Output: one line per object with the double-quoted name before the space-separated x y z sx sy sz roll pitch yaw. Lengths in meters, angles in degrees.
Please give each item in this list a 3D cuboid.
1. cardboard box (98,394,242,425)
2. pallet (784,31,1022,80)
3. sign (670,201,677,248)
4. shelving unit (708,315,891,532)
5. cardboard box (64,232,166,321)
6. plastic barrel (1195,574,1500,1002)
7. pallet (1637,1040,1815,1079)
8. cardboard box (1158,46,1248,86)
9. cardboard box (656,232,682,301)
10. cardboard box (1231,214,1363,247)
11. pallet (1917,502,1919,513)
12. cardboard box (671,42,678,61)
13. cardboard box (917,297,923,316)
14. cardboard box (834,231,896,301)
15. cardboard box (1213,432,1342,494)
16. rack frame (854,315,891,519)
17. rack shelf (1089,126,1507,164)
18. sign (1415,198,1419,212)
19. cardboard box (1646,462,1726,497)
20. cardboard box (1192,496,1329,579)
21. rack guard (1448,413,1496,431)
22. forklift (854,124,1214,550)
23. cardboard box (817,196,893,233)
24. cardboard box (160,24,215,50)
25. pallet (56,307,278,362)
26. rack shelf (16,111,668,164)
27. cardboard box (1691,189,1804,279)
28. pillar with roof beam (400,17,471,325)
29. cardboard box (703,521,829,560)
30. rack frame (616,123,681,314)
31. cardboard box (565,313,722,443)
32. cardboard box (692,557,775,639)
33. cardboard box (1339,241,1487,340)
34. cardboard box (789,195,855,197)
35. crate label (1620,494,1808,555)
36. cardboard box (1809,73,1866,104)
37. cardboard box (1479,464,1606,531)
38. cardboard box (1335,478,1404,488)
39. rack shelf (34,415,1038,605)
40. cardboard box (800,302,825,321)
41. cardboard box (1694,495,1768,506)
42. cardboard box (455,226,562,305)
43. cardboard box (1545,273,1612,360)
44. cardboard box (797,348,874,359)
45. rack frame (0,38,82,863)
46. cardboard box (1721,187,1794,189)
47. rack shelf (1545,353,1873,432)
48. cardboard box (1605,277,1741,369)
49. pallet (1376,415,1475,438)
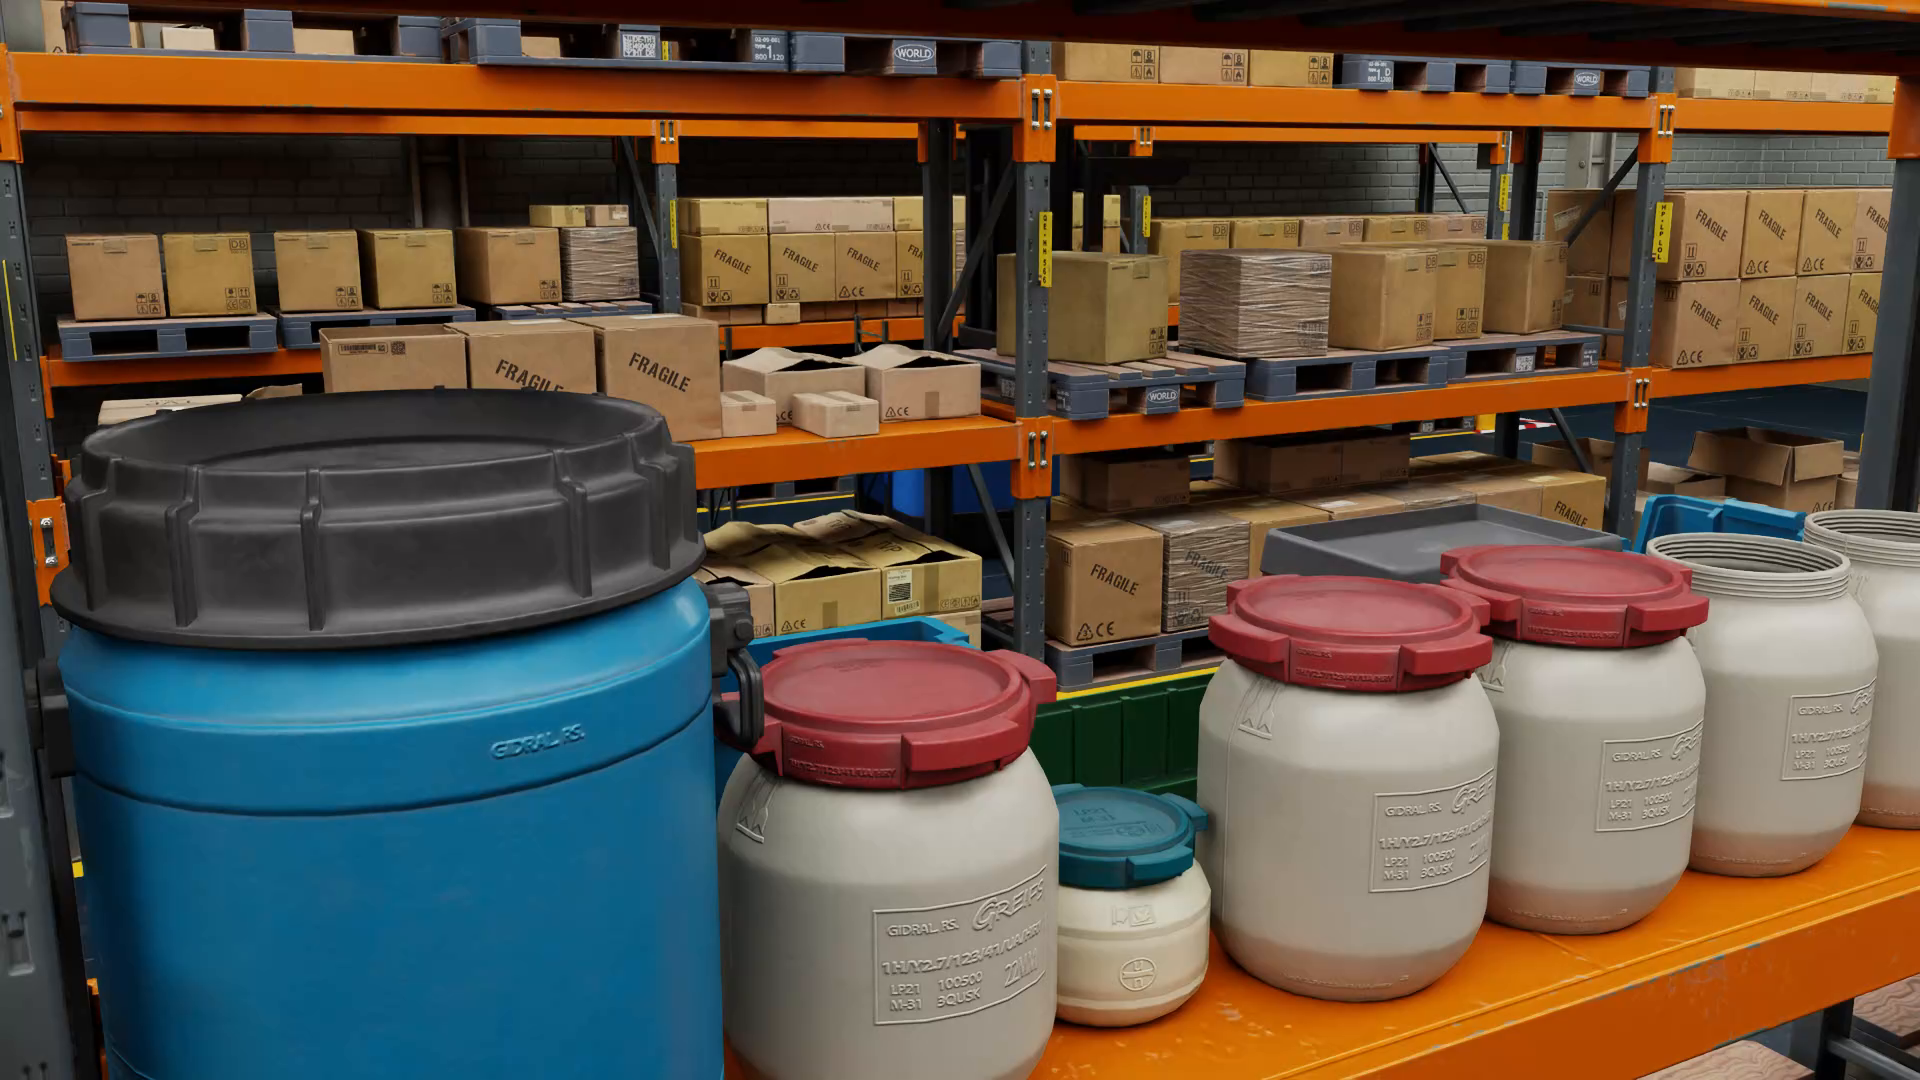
"cardboard box" -2.992 -0.390 6.352 0.500 0.250 0.500 -6 14 -24
"pallet" -0.445 -2.106 7.235 1.003 0.211 1.213 -6 14 -25
"sign" -2.001 -2.201 11.599 0.005 0.325 0.100 -7 14 -28
"shelving unit" -1.020 -0.627 10.481 1.048 1.500 0.538 -6 14 -25
"cardboard box" -5.317 -1.668 10.458 0.500 0.500 0.700 -7 14 -28
"plastic barrel" 0.555 0.350 2.412 0.433 0.535 0.433 0 13 0
"pallet" 1.779 1.566 3.672 1.213 0.211 1.003 -7 14 -28
"cardboard box" 0.922 -2.442 8.069 0.500 0.500 0.910 -7 14 -28
"cardboard box" -1.981 -2.082 12.579 0.500 0.500 0.500 -7 14 -28
"cardboard box" 3.003 -2.553 14.940 0.700 0.700 0.980 -8 15 -31
"pallet" 6.363 -0.213 11.575 1.213 0.211 1.003 -7 14 -28
"cardboard box" -1.879 -3.566 12.061 0.500 0.500 0.700 -8 15 -32
"cardboard box" -0.294 -1.845 13.002 0.250 0.149 0.380 -6 14 -26
"cardboard box" -0.820 -2.089 12.608 0.500 0.500 0.500 -7 14 -28
"cardboard box" 1.759 -0.444 9.232 0.500 0.250 0.500 -7 15 -29
"rack frame" -0.562 -0.676 10.696 0.032 1.500 0.500 -6 14 -25
"rack shelf" 2.997 -3.522 14.732 4.000 0.370 1.077 -7 14 -28
"sign" 4.492 -3.188 16.292 0.005 0.325 0.100 -7 14 -28
"cardboard box" 4.641 -0.341 10.914 0.500 0.311 0.500 -7 14 -28
"cardboard box" 1.543 0.080 8.612 0.500 0.500 0.500 -7 14 -29
"rack guard" 4.774 -1.403 16.203 0.348 0.500 1.175 -7 14 -28
"forklift" 0.846 -1.507 11.129 3.031 2.935 1.130 -6 14 -25
"cardboard box" -0.839 -2.456 12.530 0.500 0.250 0.500 -7 14 -27
"cardboard box" -4.722 -3.089 10.417 0.500 0.311 0.500 -6 14 -26
"pallet" -5.040 -1.316 10.562 1.213 0.211 1.003 -7 14 -28
"rack shelf" -4.025 -2.680 10.993 4.000 0.370 1.077 -7 14 -28
"cardboard box" 4.619 -1.831 9.908 0.500 0.500 0.500 -7 15 -30
"pillar with roof beam" -1.762 -3.905 7.966 0.400 9.000 9.100 -7 14 -28
"cardboard box" -0.950 0.095 7.886 0.500 0.311 0.500 -7 15 -29
"rack frame" -2.269 -1.778 12.178 0.127 3.000 1.000 -7 14 -28
"cardboard box" -1.358 -0.693 7.129 0.500 0.500 0.500 -8 15 -31
"cardboard box" -1.132 0.250 7.194 0.500 0.311 0.500 -7 14 -28
"cardboard box" 2.522 -1.407 9.345 0.500 0.500 0.700 -4 13 -19
"cardboard box" -1.087 -2.552 12.960 0.500 0.250 0.500 -7 15 -29
"crate label" 1.476 0.166 3.458 0.616 0.435 0.502 -7 14 -28
"cardboard box" 5.044 -2.742 9.973 0.500 0.250 0.500 -7 14 -28
"cardboard box" 3.323 -0.133 9.558 0.500 0.500 0.500 -7 14 -28
"cardboard box" 2.172 -0.126 9.530 0.500 0.500 0.500 -7 14 -27
"rack shelf" -1.648 -0.262 7.082 4.000 0.370 1.077 -7 14 -28
"cardboard box" -1.209 -1.742 12.544 0.250 0.149 0.380 -7 14 -28
"cardboard box" 4.845 -0.172 10.494 0.250 0.166 0.380 -7 14 -28
"cardboard box" -3.155 -1.926 11.606 0.500 0.500 0.700 -8 15 -33
"cardboard box" 3.934 -1.395 10.250 0.500 0.500 0.500 -7 14 -27
"cardboard box" -0.789 -1.077 13.003 0.750 0.750 0.750 -7 14 -28
"rack frame" -3.403 -0.403 6.068 0.127 3.000 1.000 -7 14 -28
"cardboard box" 5.271 -2.044 10.856 0.500 0.500 0.500 -7 14 -28
"rack shelf" 5.374 -1.104 10.822 4.000 0.370 1.077 -7 14 -28
"cardboard box" 4.196 -1.295 9.802 0.500 0.500 0.500 -6 14 -26
"pallet" 4.088 -1.160 15.783 1.213 0.211 1.003 -7 14 -28
